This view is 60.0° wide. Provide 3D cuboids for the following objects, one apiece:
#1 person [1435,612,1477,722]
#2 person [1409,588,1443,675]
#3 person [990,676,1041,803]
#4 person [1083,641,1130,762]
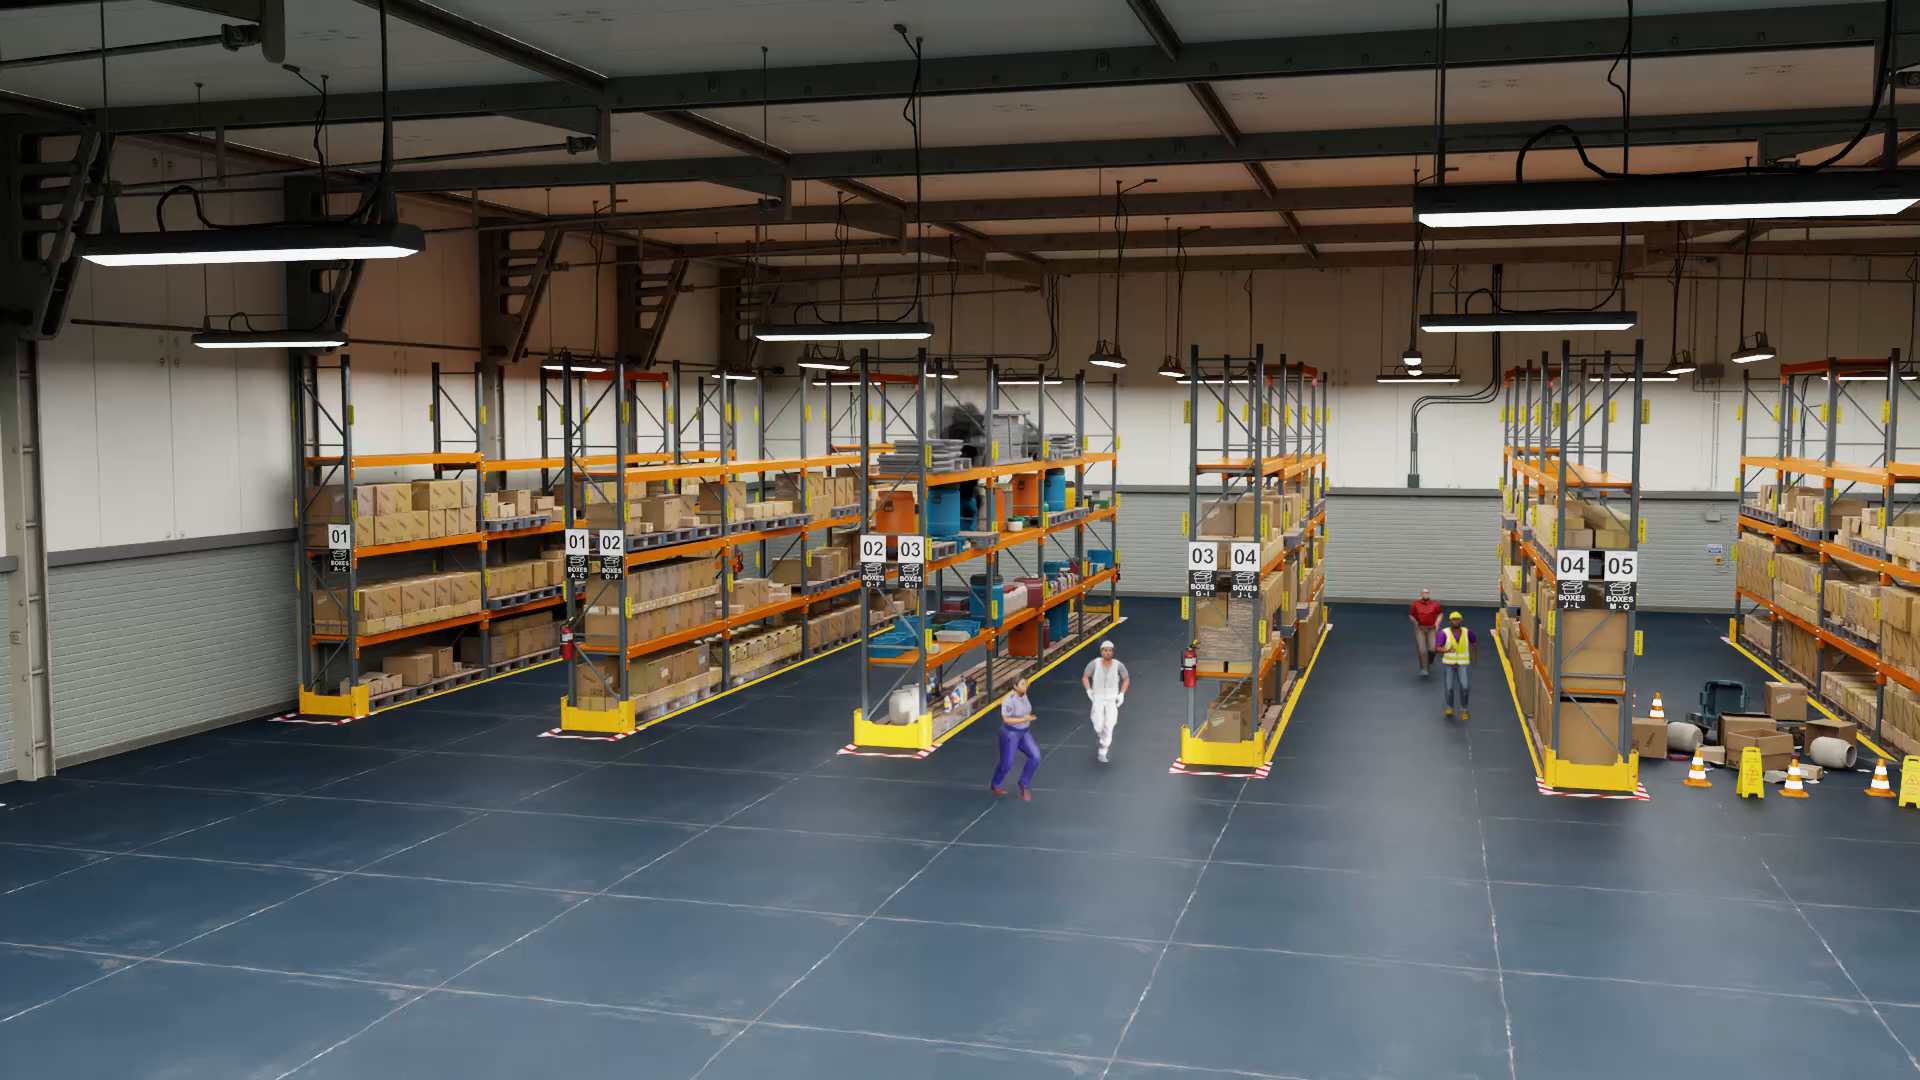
[{"bbox_3d":[8.157,2.081,27.324,0.684,1.816,0.730,1,4,12],"label":"person"},{"bbox_3d":[8.939,1.763,31.906,0.638,1.681,0.559,1,4,15],"label":"person"},{"bbox_3d":[0.710,2.571,21.602,0.806,1.657,0.628,4,6,42],"label":"person"},{"bbox_3d":[2.129,2.328,24.239,0.687,1.746,0.581,0,4,6],"label":"person"}]
